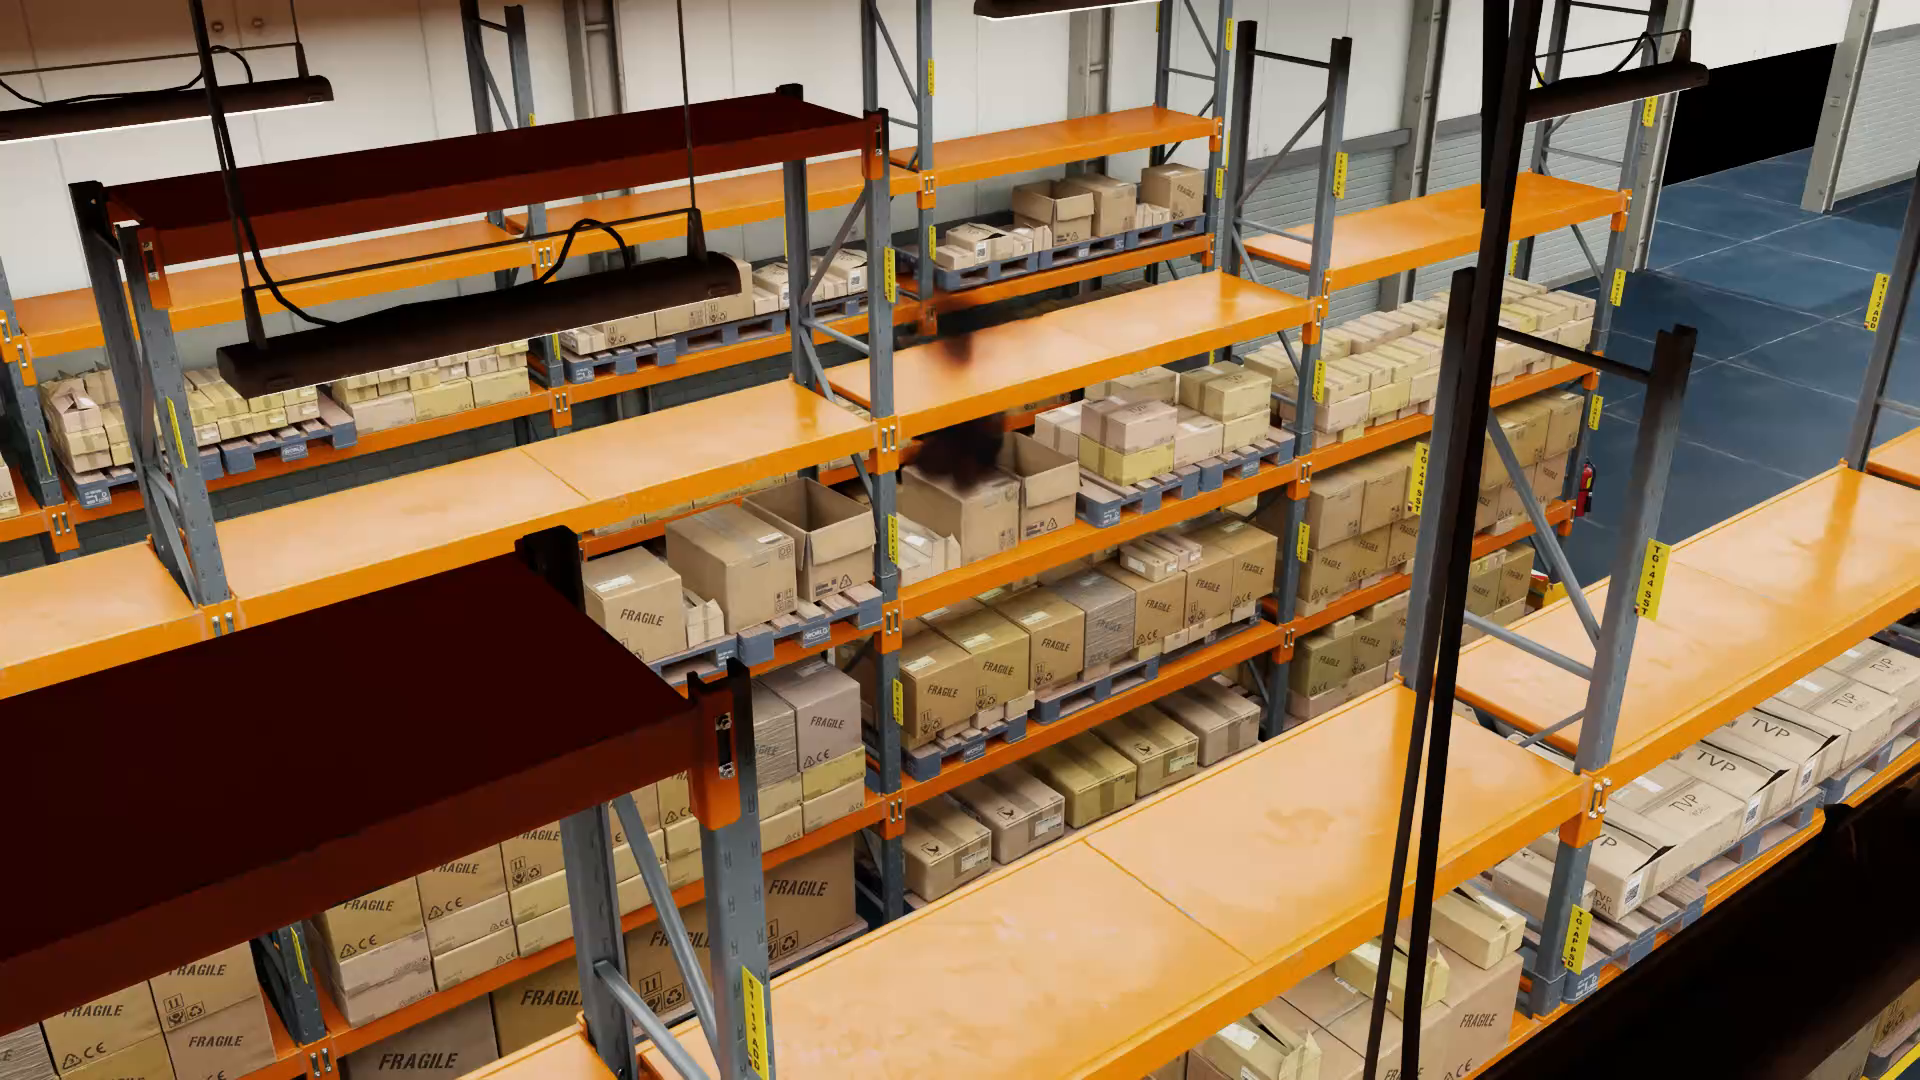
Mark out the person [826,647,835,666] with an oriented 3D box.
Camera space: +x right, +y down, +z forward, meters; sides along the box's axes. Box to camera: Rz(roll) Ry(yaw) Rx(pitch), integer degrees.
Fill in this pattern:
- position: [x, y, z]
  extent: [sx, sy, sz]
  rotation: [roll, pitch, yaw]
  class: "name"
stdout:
- position: [-0.949, 1.031, 13.974]
  extent: [0.957, 1.762, 0.687]
  rotation: [-21, 33, -36]
  class: "person"
